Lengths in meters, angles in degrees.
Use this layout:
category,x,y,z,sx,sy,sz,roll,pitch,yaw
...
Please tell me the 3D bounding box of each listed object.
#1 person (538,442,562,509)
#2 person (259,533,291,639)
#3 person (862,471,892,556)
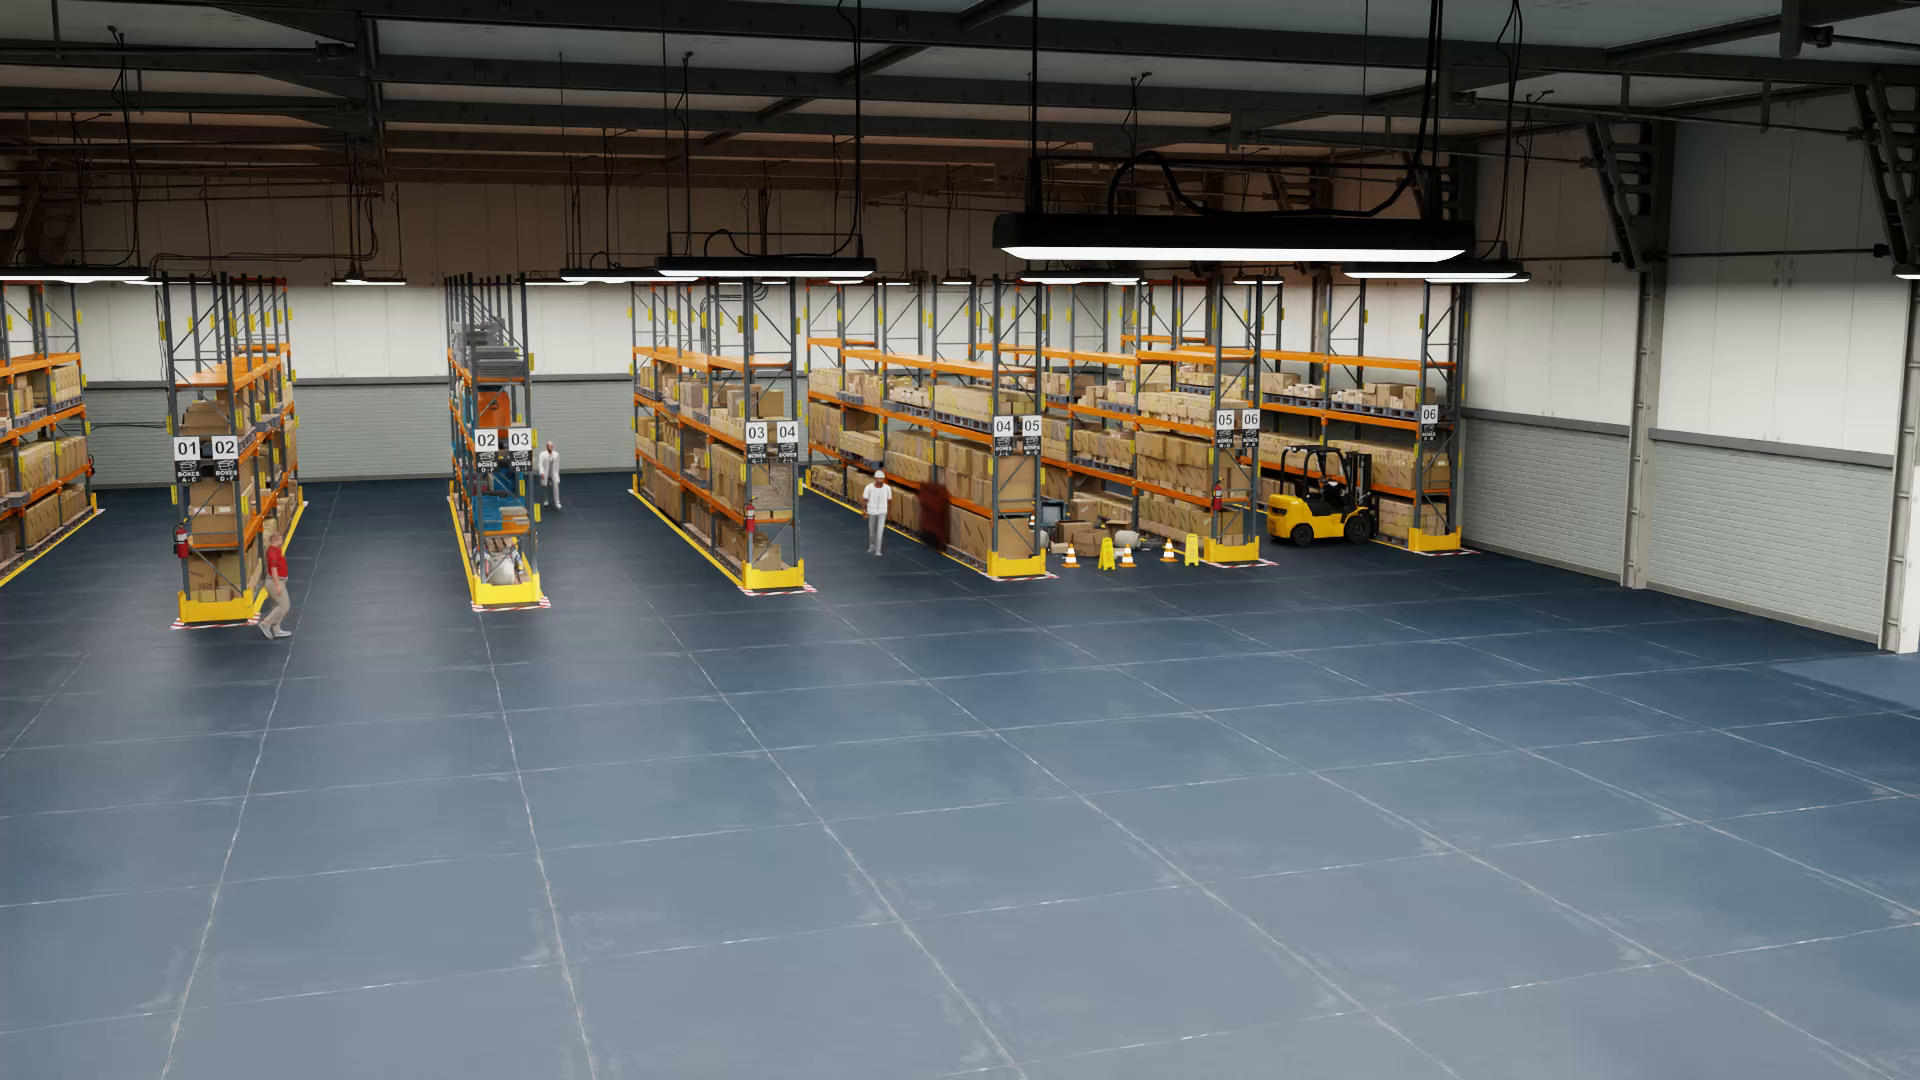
category,x,y,z,sx,sy,sz,roll,pitch,yaw
person,-10.722,-1.704,43.424,0.571,1.715,1.129,-4,9,-23
person,-11.288,0.749,27.301,0.493,1.723,0.569,-4,9,-25
person,-1.694,-0.558,34.129,0.659,1.736,0.938,-2,9,-10
